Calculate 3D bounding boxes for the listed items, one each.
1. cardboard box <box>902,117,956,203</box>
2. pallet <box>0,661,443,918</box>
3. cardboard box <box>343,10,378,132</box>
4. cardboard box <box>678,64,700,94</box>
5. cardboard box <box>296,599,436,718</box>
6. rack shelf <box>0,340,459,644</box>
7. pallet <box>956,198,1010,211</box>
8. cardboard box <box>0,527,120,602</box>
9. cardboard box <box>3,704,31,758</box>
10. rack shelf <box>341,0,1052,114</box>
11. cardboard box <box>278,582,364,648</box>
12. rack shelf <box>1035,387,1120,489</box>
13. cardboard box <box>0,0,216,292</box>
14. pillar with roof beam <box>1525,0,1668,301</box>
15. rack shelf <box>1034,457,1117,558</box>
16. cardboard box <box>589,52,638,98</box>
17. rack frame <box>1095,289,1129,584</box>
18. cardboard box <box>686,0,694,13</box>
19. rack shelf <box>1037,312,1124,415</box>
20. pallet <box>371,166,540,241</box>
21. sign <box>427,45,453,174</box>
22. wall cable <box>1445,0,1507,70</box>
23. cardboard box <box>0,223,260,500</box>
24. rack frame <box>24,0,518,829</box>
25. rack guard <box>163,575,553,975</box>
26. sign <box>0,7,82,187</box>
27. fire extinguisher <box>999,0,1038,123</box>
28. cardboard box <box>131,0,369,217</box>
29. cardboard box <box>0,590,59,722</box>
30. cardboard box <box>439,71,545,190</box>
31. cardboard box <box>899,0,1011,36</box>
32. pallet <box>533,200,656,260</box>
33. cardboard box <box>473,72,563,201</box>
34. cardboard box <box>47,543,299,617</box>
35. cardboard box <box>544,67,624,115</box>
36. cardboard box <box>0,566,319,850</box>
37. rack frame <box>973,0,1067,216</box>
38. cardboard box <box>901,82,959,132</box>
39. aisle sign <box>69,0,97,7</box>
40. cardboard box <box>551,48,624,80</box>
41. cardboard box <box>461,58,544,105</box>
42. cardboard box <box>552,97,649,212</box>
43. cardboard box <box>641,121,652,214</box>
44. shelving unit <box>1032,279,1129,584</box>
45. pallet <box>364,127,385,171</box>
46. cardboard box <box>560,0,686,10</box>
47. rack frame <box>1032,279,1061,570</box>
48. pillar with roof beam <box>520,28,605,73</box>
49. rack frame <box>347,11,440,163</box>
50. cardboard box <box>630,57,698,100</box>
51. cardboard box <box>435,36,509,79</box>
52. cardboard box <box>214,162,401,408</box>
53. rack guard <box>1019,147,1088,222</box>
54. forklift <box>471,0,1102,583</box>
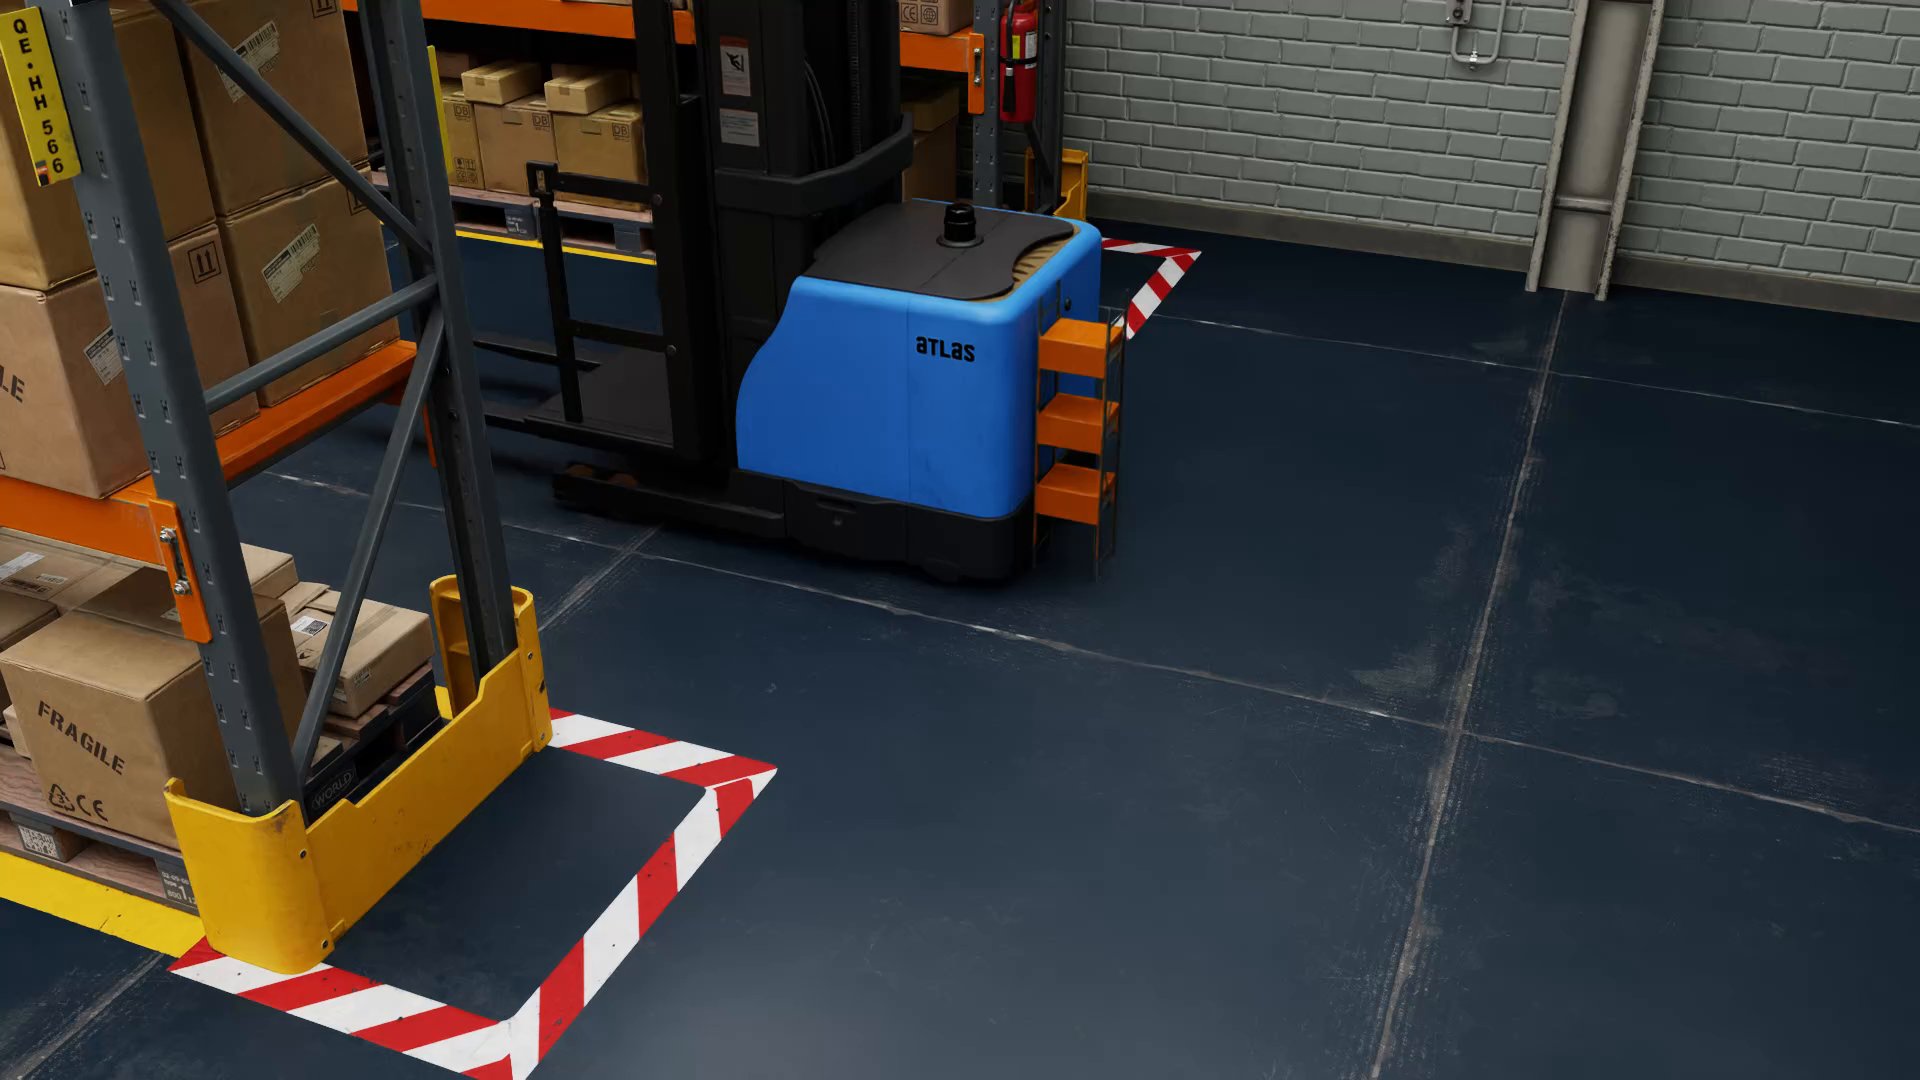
[{"bbox_3d":[-0.382,-1.900,8.677,0.500,0.500,0.700,11,31,19],"label":"cardboard box"},{"bbox_3d":[-2.364,0.591,4.991,1.213,0.211,1.003,11,31,19],"label":"pallet"},{"bbox_3d":[-4.053,-2.770,9.860,0.750,0.750,0.750,12,32,20],"label":"cardboard box"},{"bbox_3d":[-1.366,-2.485,9.052,0.250,0.149,0.380,12,31,20],"label":"cardboard box"},{"bbox_3d":[-1.813,0.353,5.027,0.250,0.149,0.380,11,31,19],"label":"cardboard box"},{"bbox_3d":[-3.408,-0.519,4.851,4.000,0.370,1.077,11,31,19],"label":"rack shelf"},{"bbox_3d":[-0.466,-1.620,8.902,1.213,0.211,1.003,11,31,19],"label":"pallet"},{"bbox_3d":[-2.878,0.128,5.322,0.500,0.250,0.500,11,31,19],"label":"cardboard box"},{"bbox_3d":[-2.492,0.475,4.793,0.250,0.166,0.380,11,31,19],"label":"cardboard box"},{"bbox_3d":[-1.549,-2.779,8.849,4.000,0.370,1.077,11,31,19],"label":"rack shelf"},{"bbox_3d":[-2.045,0.299,5.105,0.250,0.166,0.380,11,31,19],"label":"cardboard box"},{"bbox_3d":[0.416,-0.360,5.842,0.240,0.259,0.215,12,32,20],"label":"rack shelf"},{"bbox_3d":[-2.070,-0.898,3.673,0.500,0.500,0.500,11,31,19],"label":"cardboard box"},{"bbox_3d":[1.513,-3.265,2.882,0.400,9.000,9.100,11,31,19],"label":"pillar with roof beam"},{"bbox_3d":[0.416,-0.118,5.978,0.240,0.259,0.215,12,32,20],"label":"rack shelf"},{"bbox_3d":[-1.840,-2.579,9.219,0.250,0.149,0.380,12,31,20],"label":"cardboard box"},{"bbox_3d":[0.528,-0.346,5.795,0.008,1.050,0.200,12,32,20],"label":"rack frame"},{"bbox_3d":[-0.850,-3.072,8.331,0.700,0.700,0.980,11,31,19],"label":"cardboard box"},{"bbox_3d":[0.416,-0.607,5.702,0.240,0.259,0.215,12,32,20],"label":"rack shelf"},{"bbox_3d":[-2.727,-2.072,9.700,1.213,0.211,1.003,11,31,19],"label":"pallet"},{"bbox_3d":[-1.351,-1.087,4.245,0.005,0.325,0.100,11,31,19],"label":"sign"},{"bbox_3d":[1.847,-3.359,8.111,1.851,1.984,0.084,11,31,19],"label":"wall cable"},{"bbox_3d":[-2.072,-0.465,3.922,0.500,0.500,0.500,12,32,21],"label":"cardboard box"},{"bbox_3d":[-1.554,-0.462,4.020,0.127,3.000,1.000,11,31,19],"label":"rack frame"},{"bbox_3d":[-1.625,0.612,4.660,0.348,0.500,1.175,11,31,19],"label":"rack guard"},{"bbox_3d":[-1.782,-0.855,3.216,0.005,0.325,0.100,11,31,19],"label":"sign"},{"bbox_3d":[0.271,-2.287,7.706,0.183,0.674,0.296,11,31,19],"label":"fire extinguisher"},{"bbox_3d":[-1.867,-1.144,4.107,0.500,0.500,0.500,12,32,21],"label":"cardboard box"},{"bbox_3d":[-3.020,0.365,4.903,0.500,0.250,0.500,11,31,19],"label":"cardboard box"},{"bbox_3d":[-2.748,-2.371,9.511,0.500,0.500,0.700,12,32,20],"label":"cardboard box"},{"bbox_3d":[-0.172,-2.942,8.102,0.700,0.700,0.980,13,32,21],"label":"cardboard box"},{"bbox_3d":[-1.592,-1.847,9.302,1.213,0.211,1.003,11,31,19],"label":"pallet"},{"bbox_3d":[-2.283,-2.277,9.343,0.500,0.500,0.700,11,31,19],"label":"cardboard box"},{"bbox_3d":[-2.415,0.221,5.159,0.500,0.250,0.500,11,31,19],"label":"cardboard box"},{"bbox_3d":[-2.015,-2.411,8.921,0.250,0.149,0.380,10,31,18],"label":"cardboard box"},{"bbox_3d":[-2.151,0.446,4.506,0.500,0.500,0.500,11,31,19],"label":"cardboard box"},{"bbox_3d":[0.305,-2.722,8.017,0.127,3.000,1.000,11,31,19],"label":"rack frame"},{"bbox_3d":[-0.191,-2.251,8.638,0.250,0.149,0.380,12,31,19],"label":"cardboard box"},{"bbox_3d":[-1.606,-1.442,3.111,0.004,0.787,0.394,11,31,19],"label":"aisle sign"},{"bbox_3d":[-2.074,-2.626,9.302,0.250,0.149,0.380,10,31,18],"label":"cardboard box"},{"bbox_3d":[-2.499,-2.507,9.092,0.250,0.149,0.380,12,32,21],"label":"cardboard box"},{"bbox_3d":[-1.809,-2.181,9.174,0.500,0.500,0.700,12,32,20],"label":"cardboard box"},{"bbox_3d":[-1.312,-2.086,9.005,0.500,0.500,0.700,10,31,17],"label":"cardboard box"},{"bbox_3d":[0.416,-0.369,5.836,0.252,1.050,0.215,12,32,20],"label":"shelving unit"},{"bbox_3d":[-4.145,-2.356,10.204,1.213,0.211,1.003,11,31,19],"label":"pallet"},{"bbox_3d":[-1.553,-3.217,8.588,0.700,0.700,0.980,10,31,17],"label":"cardboard box"},{"bbox_3d":[0.304,-0.393,5.878,0.008,1.050,0.200,12,32,20],"label":"rack frame"},{"bbox_3d":[-4.047,-4.376,4.846,0.400,9.000,9.100,11,31,19],"label":"pillar with roof beam"},{"bbox_3d":[-3.402,-3.462,9.326,0.127,3.000,1.000,11,31,19],"label":"rack frame"},{"bbox_3d":[-1.601,-2.532,9.135,0.250,0.149,0.380,11,31,18],"label":"cardboard box"},{"bbox_3d":[-2.807,-2.771,9.559,0.250,0.149,0.380,11,31,19],"label":"cardboard box"},{"bbox_3d":[-1.867,-0.708,4.353,0.500,0.500,0.500,12,32,20],"label":"cardboard box"},{"bbox_3d":[0.327,-1.629,8.624,0.348,0.500,1.175,11,31,19],"label":"rack guard"},{"bbox_3d":[-1.027,-1.586,6.078,3.031,2.935,1.130,12,32,20],"label":"forklift"}]
